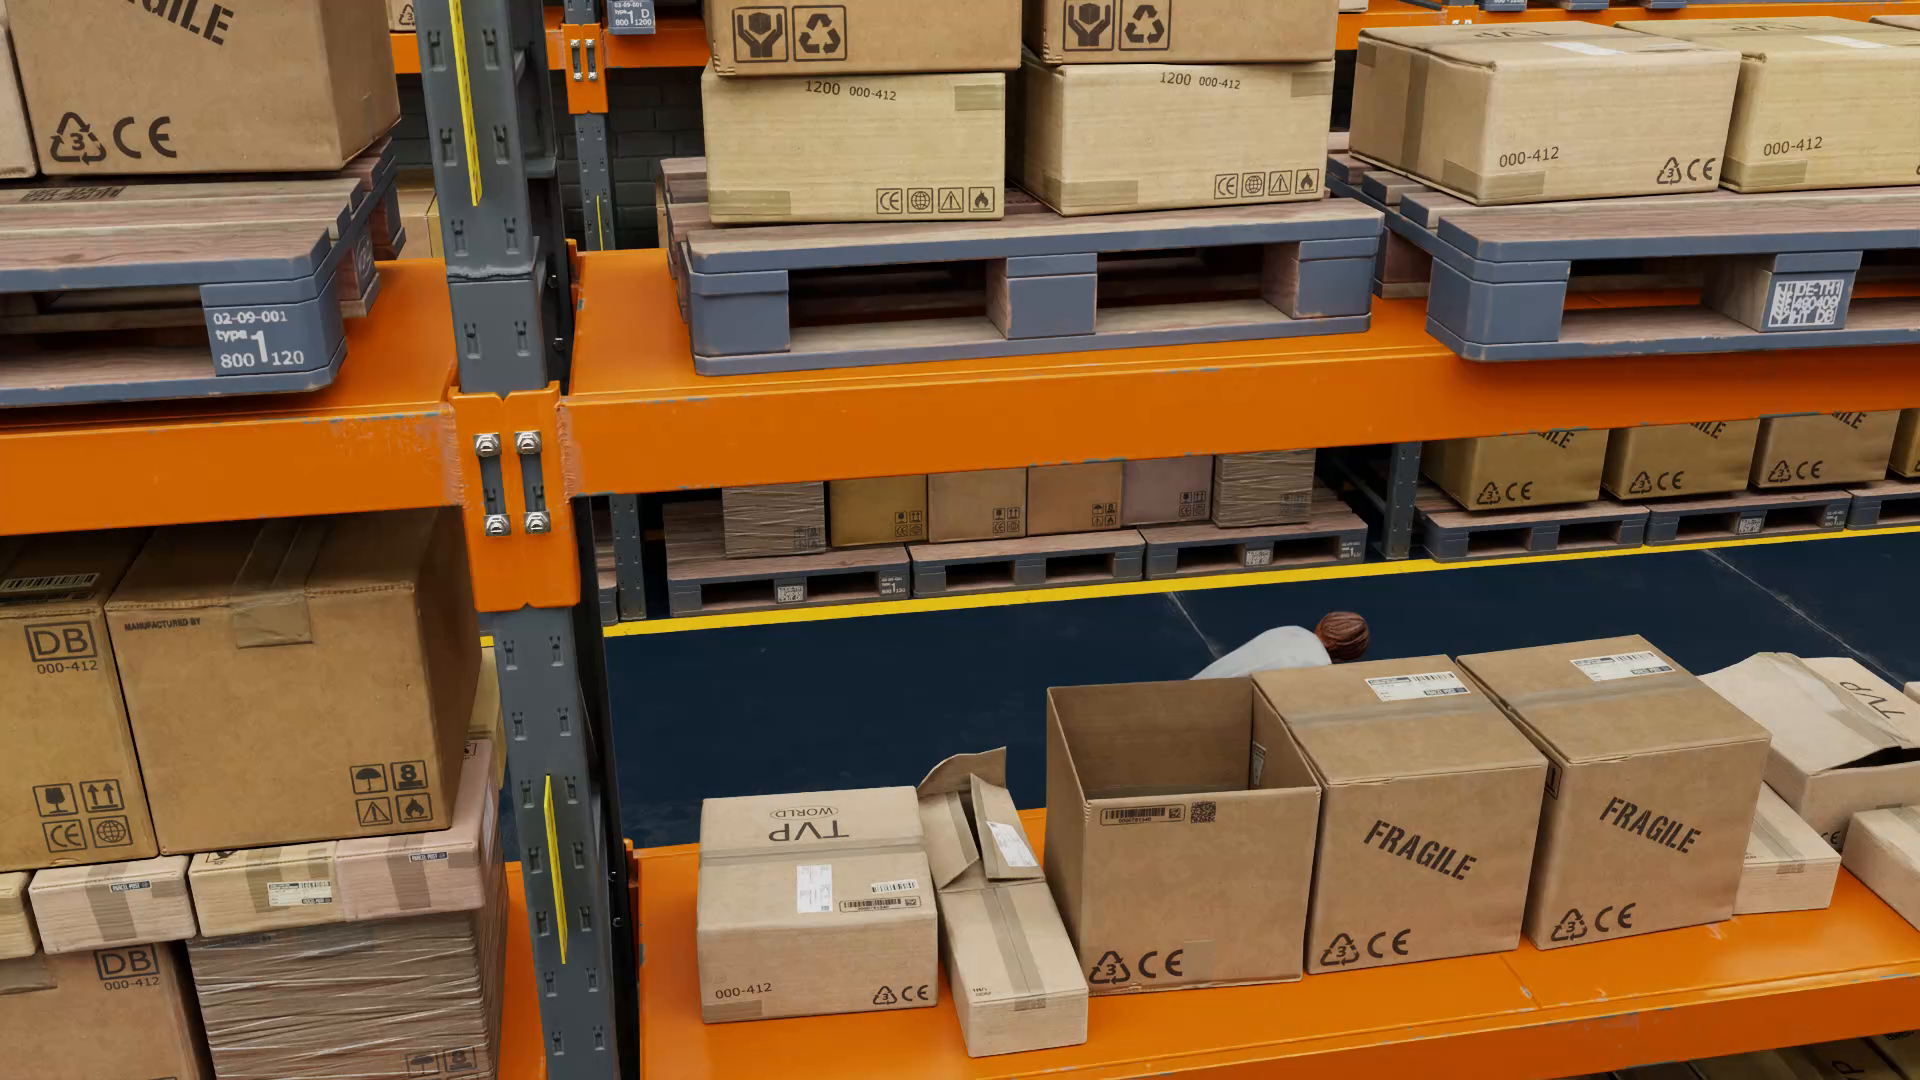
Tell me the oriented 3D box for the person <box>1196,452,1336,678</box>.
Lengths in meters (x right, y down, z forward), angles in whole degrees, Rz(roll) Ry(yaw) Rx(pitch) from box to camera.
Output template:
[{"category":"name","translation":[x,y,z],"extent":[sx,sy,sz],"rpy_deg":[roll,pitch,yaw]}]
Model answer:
[{"category":"person","translation":[1.165,0.293,6.451],"extent":[0.497,1.588,0.406],"rpy_deg":[-4,24,-9]}]
